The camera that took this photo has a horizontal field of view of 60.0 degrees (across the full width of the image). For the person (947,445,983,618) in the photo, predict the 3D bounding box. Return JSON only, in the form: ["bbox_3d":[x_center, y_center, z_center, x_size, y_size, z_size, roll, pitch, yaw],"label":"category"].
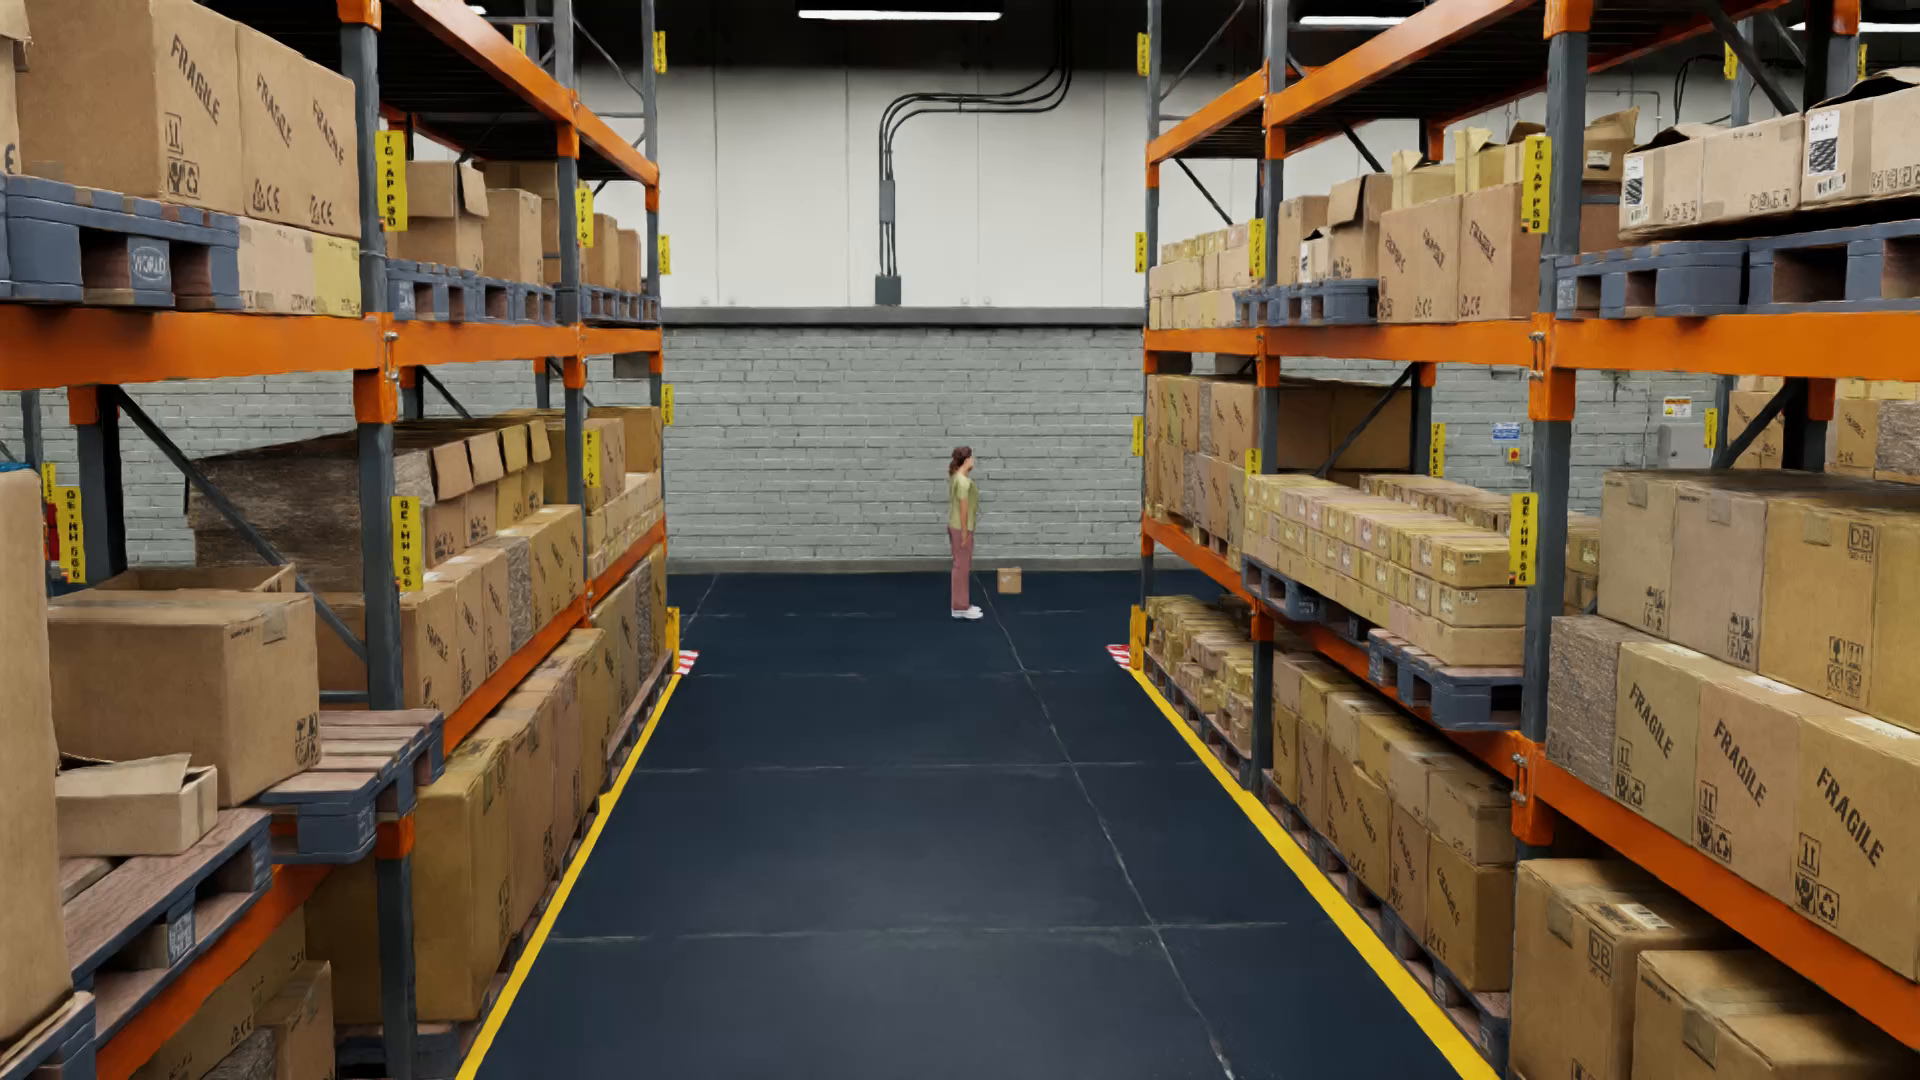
[{"bbox_3d":[0.055,0.034,16.319,0.345,1.431,0.494,-2,7,-13],"label":"person"}]
